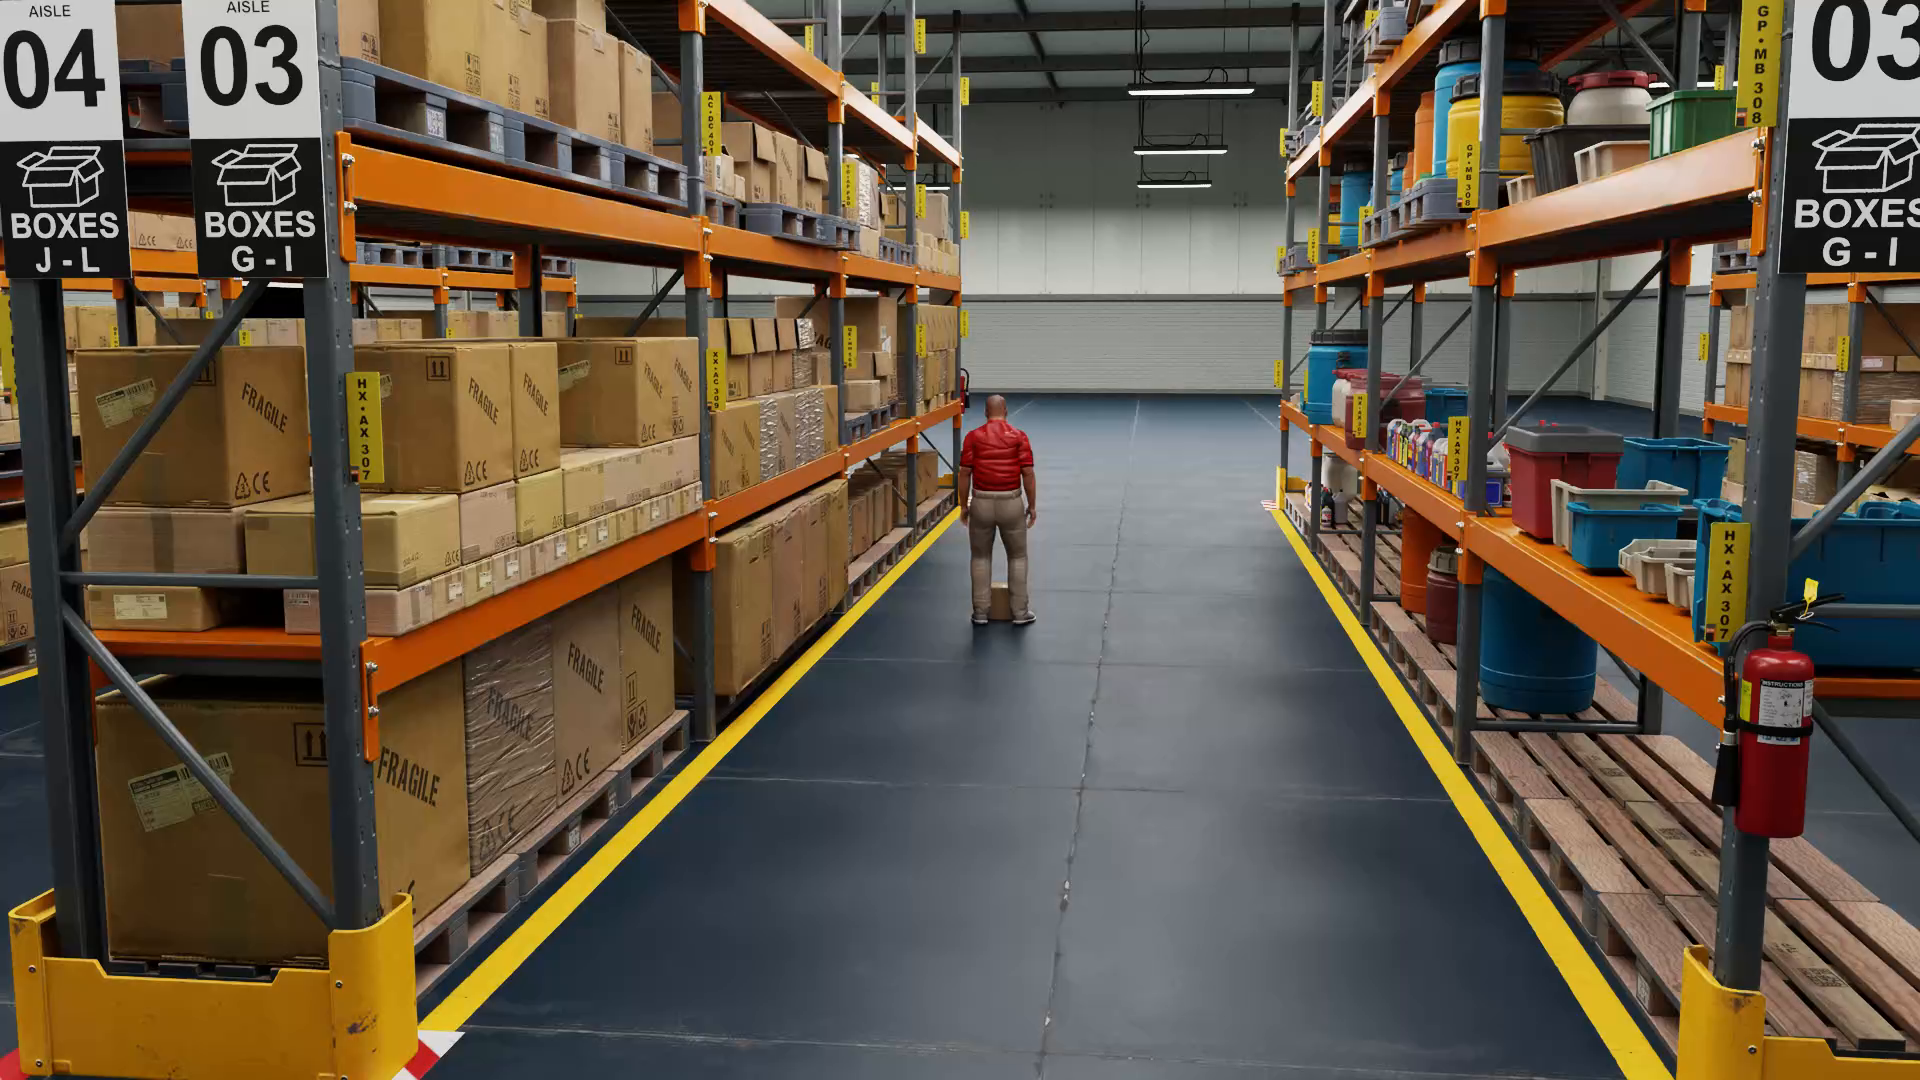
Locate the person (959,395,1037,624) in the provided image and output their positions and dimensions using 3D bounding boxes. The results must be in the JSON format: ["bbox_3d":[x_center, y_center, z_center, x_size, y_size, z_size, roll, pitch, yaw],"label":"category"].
[{"bbox_3d":[0.285,-0.228,12.562,0.586,1.727,0.393,1,8,7],"label":"person"}]
